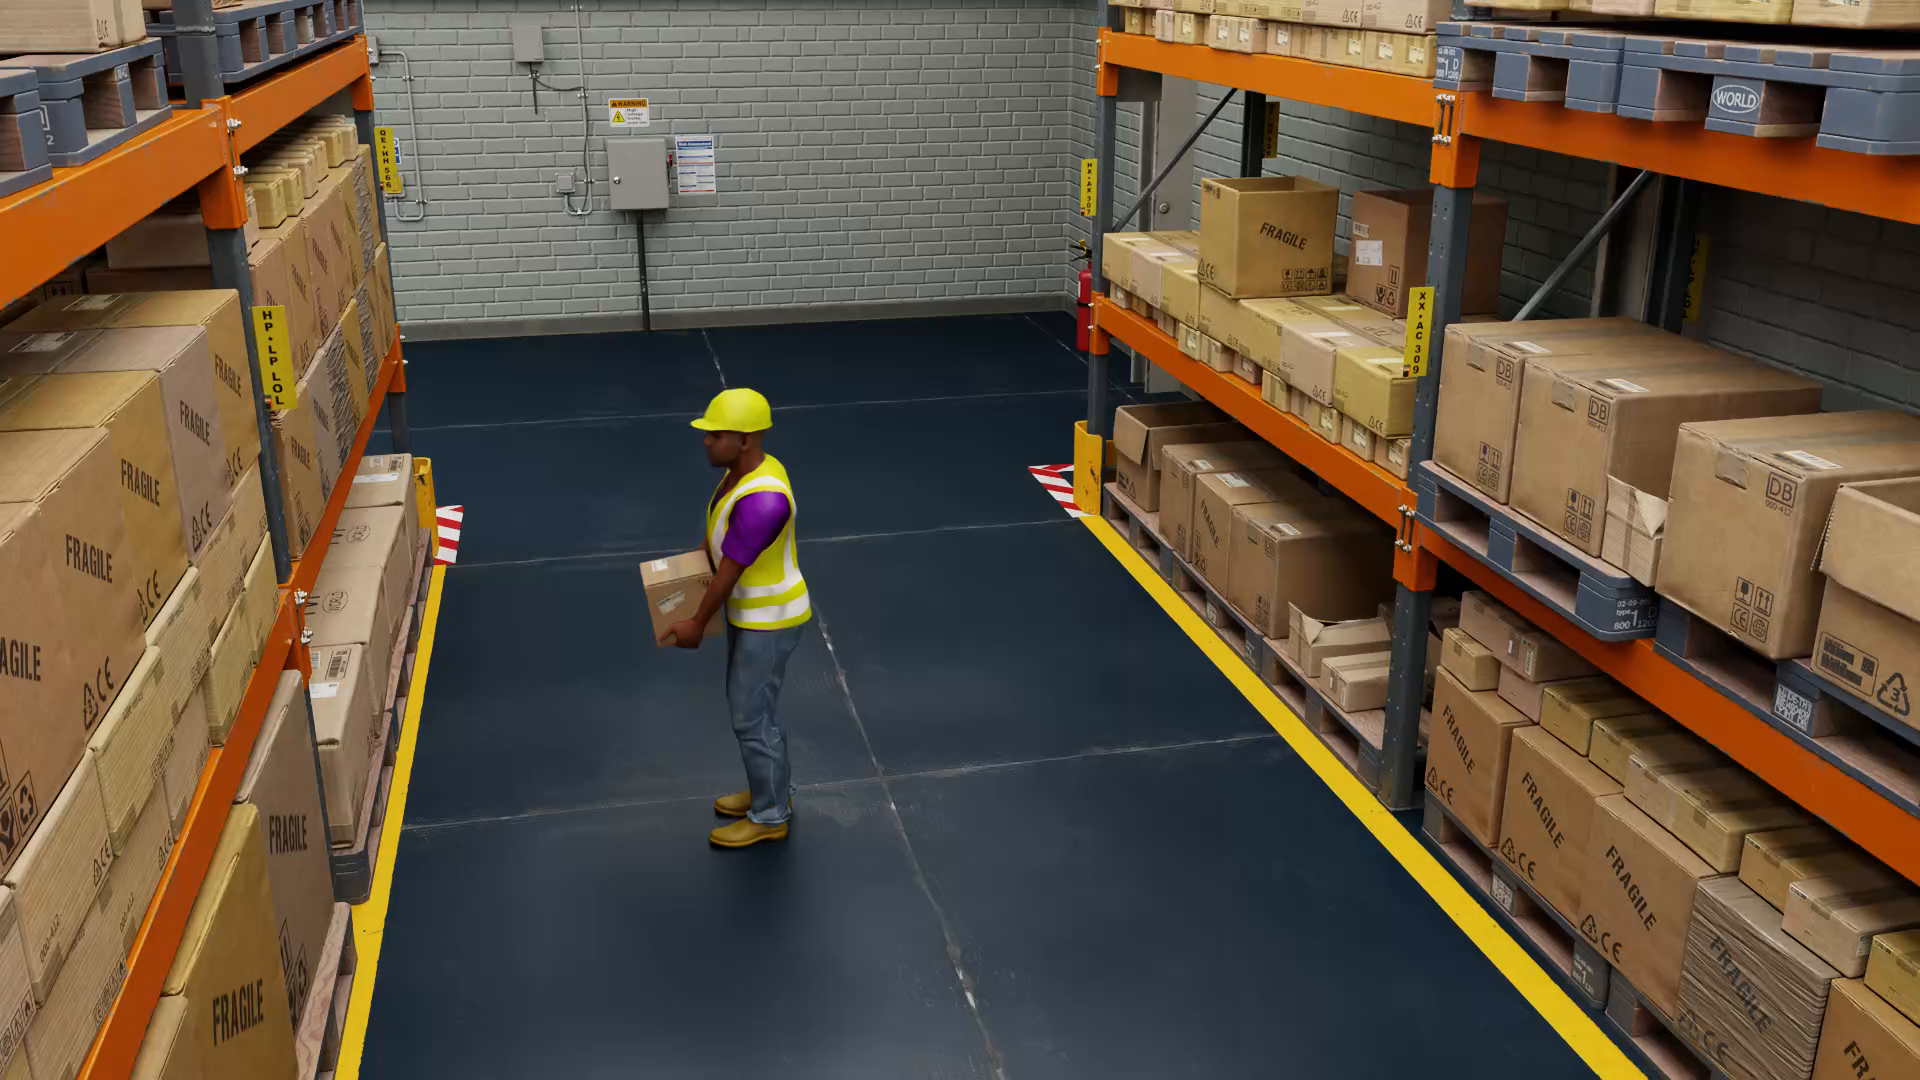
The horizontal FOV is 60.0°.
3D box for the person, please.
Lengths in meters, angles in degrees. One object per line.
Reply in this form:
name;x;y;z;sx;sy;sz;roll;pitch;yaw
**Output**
person;-0.845;0.297;6.204;0.570;1.759;0.505;-5;20;-13
